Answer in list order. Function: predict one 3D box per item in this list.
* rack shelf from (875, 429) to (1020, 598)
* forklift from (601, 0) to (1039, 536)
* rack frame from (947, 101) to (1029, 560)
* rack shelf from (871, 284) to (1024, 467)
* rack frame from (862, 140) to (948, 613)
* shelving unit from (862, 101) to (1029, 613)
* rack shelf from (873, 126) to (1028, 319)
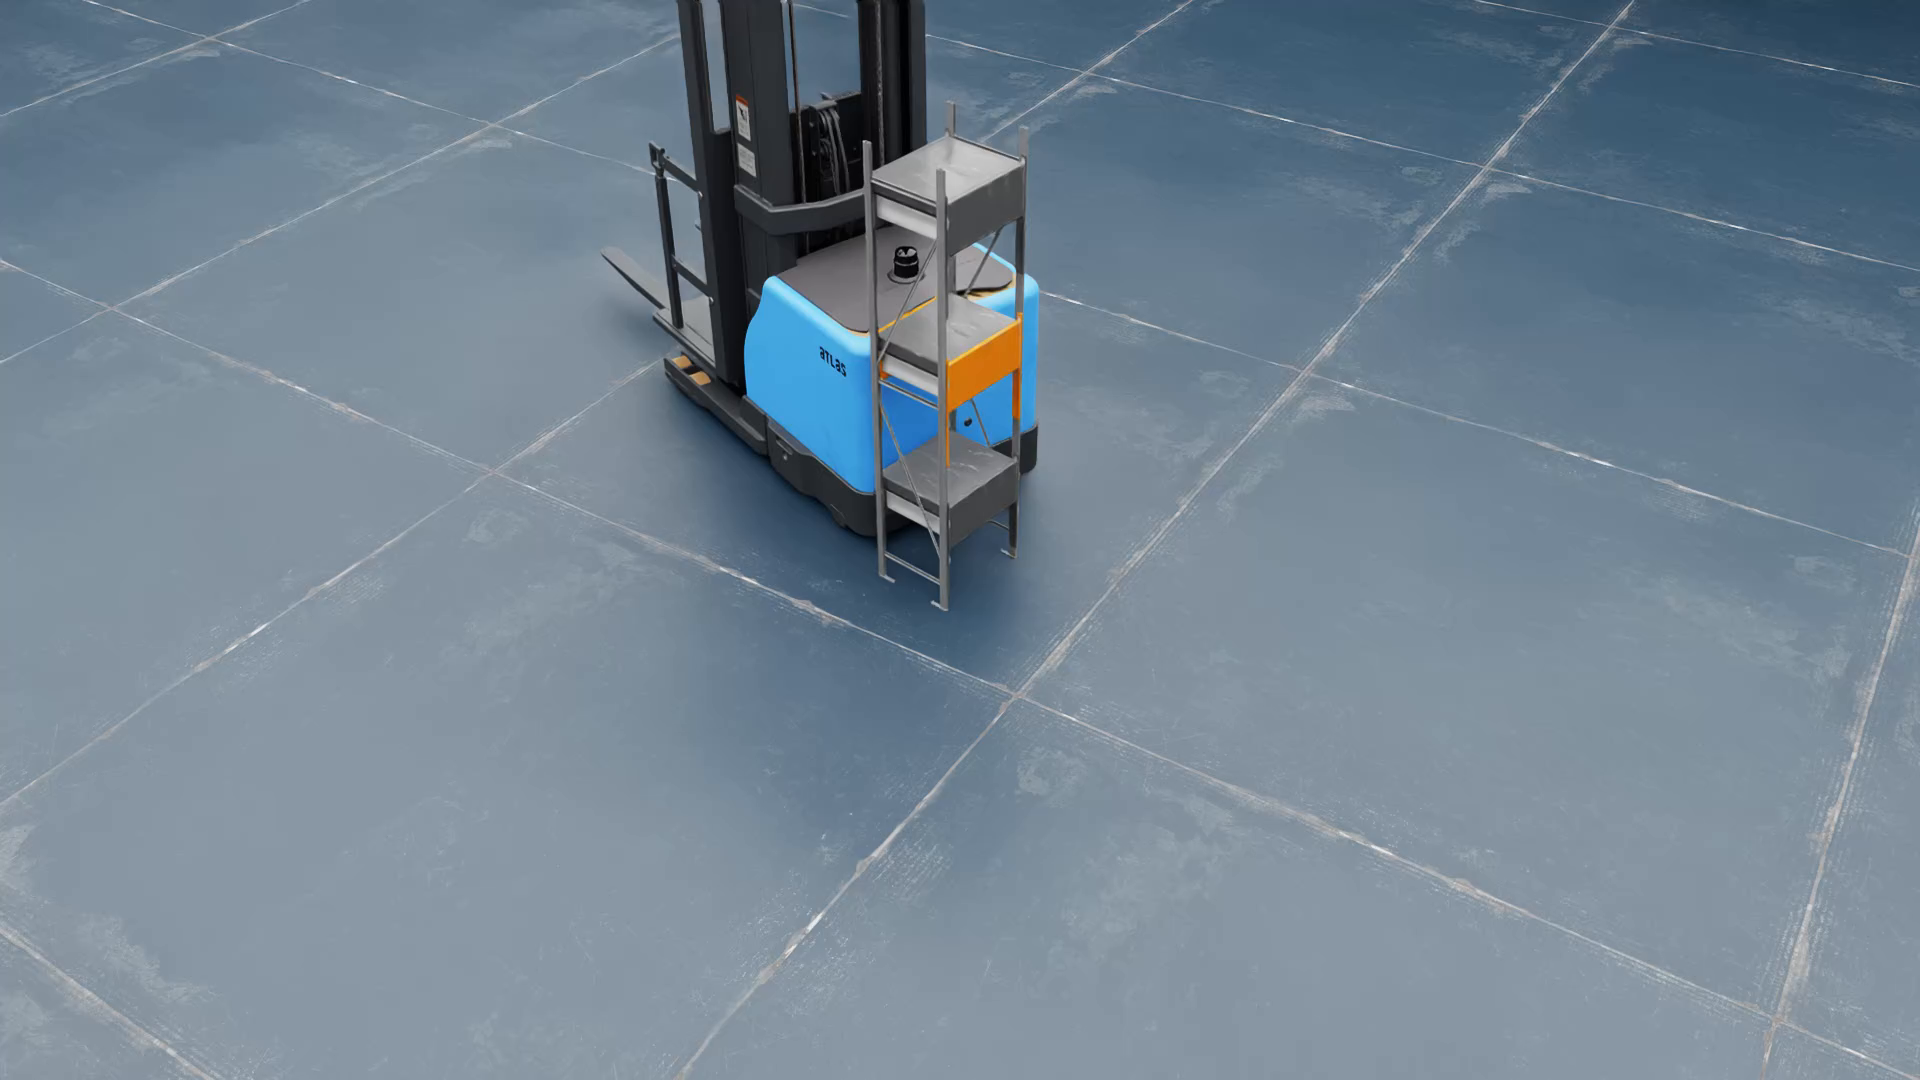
[{"bbox_3d":[-0.053,-0.142,7.383,0.431,0.518,0.480,27,45,31],"label":"rack shelf"},{"bbox_3d":[-0.901,-2.028,7.980,1.130,2.935,3.031,-24,44,-28],"label":"forklift"},{"bbox_3d":[0.105,-0.821,7.095,0.400,2.100,0.015,27,45,31],"label":"rack frame"},{"bbox_3d":[-0.052,-0.696,6.955,0.431,0.518,0.480,27,45,31],"label":"rack shelf"},{"bbox_3d":[-0.210,-0.593,6.799,0.400,2.100,0.015,27,45,31],"label":"rack frame"},{"bbox_3d":[-0.052,-0.707,6.947,0.431,2.100,0.503,27,45,31],"label":"shelving unit"},{"bbox_3d":[-0.052,-1.250,6.528,0.431,0.518,0.480,27,45,31],"label":"rack shelf"}]
